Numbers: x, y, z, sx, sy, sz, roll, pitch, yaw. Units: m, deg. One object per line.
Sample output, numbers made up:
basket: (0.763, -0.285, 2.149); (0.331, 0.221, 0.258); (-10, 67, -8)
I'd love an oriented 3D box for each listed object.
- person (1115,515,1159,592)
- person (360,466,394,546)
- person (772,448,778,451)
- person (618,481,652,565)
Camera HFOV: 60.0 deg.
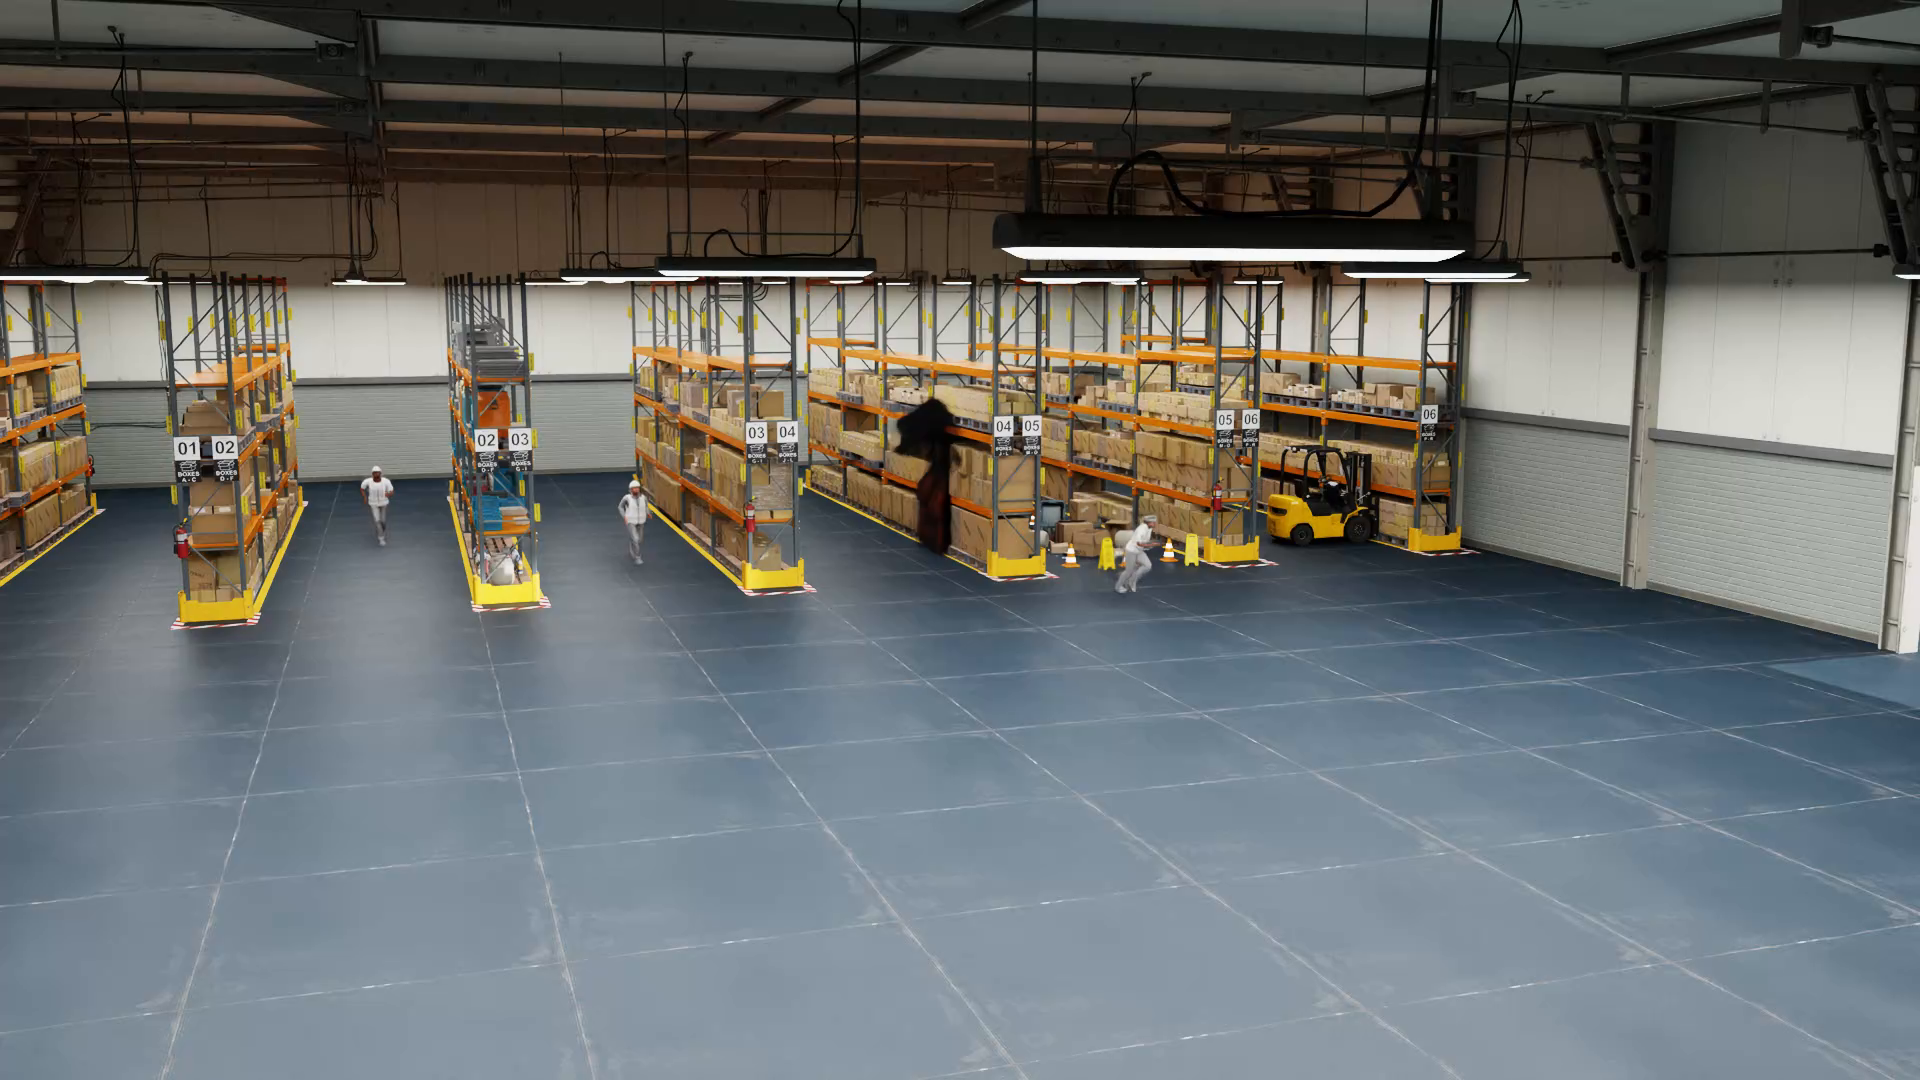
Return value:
person: (3.374, 0.247, 31.402); (0.910, 1.505, 0.608); (5, 10, 29)
person: (-13.082, -0.788, 37.395); (0.705, 1.765, 0.889); (-4, 9, -24)
person: (-5.355, -2.330, 47.827); (0.747, 1.737, 0.662); (0, 9, -3)
person: (-6.850, -0.386, 34.935); (0.647, 1.748, 0.829); (-6, 10, -33)
